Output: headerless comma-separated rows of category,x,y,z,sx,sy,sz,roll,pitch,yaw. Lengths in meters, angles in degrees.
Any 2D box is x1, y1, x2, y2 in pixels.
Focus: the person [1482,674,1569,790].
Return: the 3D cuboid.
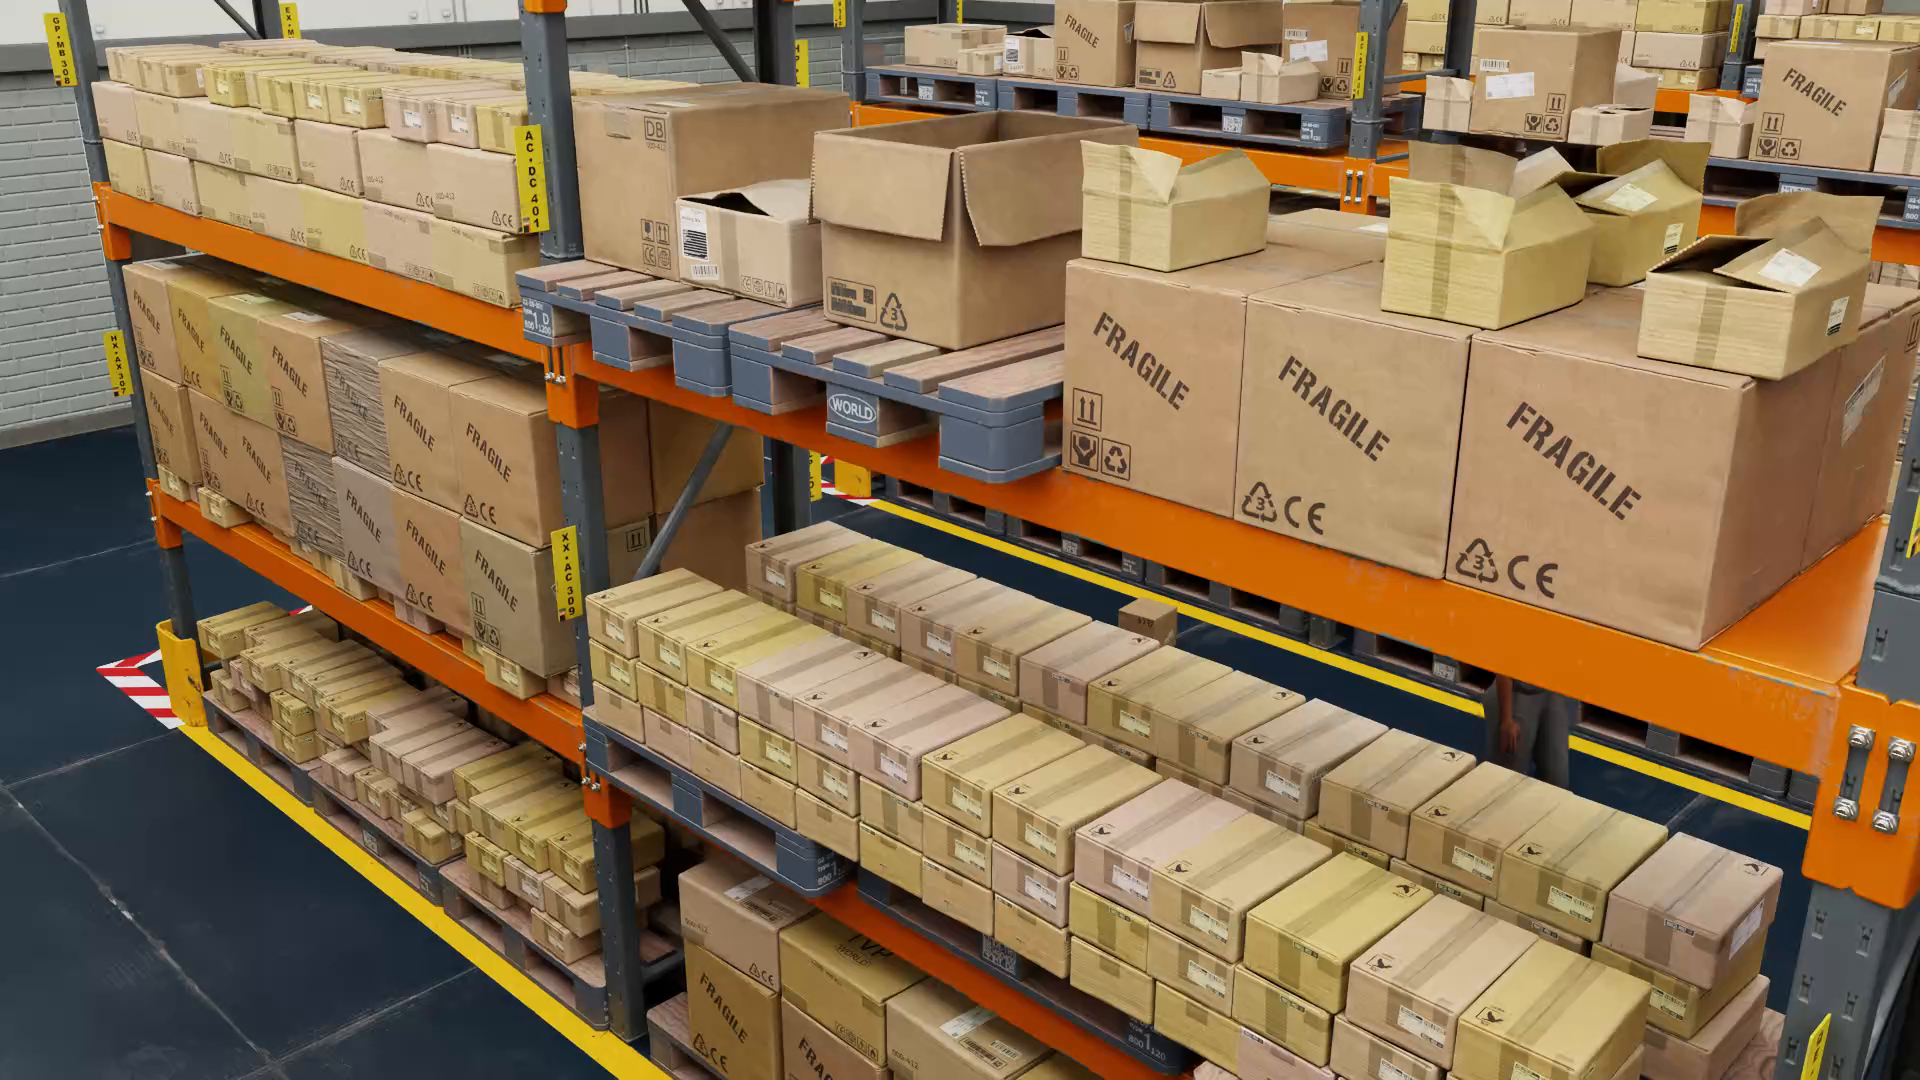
person,2.408,0.689,7.216,0.445,1.631,0.727,-17,26,-37
